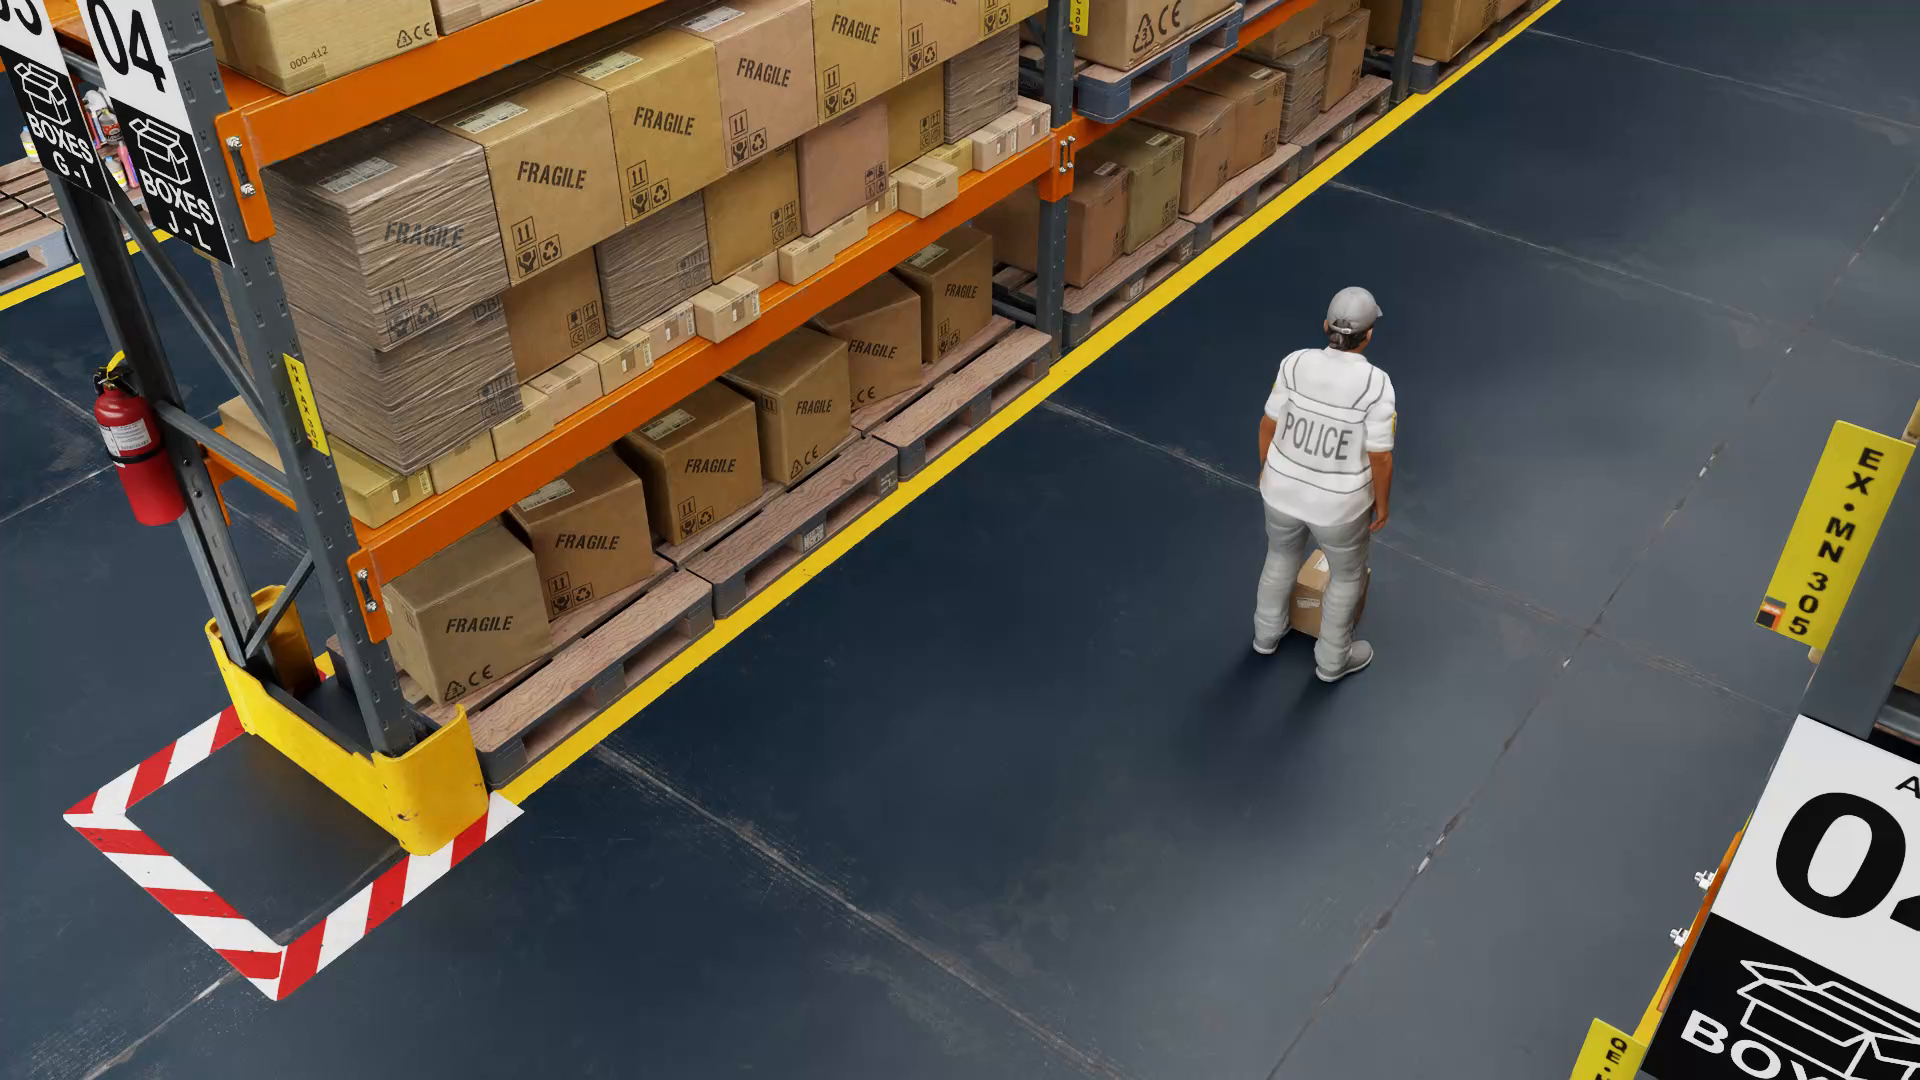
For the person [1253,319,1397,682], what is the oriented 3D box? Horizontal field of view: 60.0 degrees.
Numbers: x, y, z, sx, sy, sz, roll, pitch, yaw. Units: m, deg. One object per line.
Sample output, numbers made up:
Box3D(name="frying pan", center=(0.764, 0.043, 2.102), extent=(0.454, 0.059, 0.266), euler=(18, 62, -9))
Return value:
Box3D(name="person", center=(1.392, -0.173, 6.374), extent=(0.563, 1.651, 0.401), euler=(23, 44, 26))
